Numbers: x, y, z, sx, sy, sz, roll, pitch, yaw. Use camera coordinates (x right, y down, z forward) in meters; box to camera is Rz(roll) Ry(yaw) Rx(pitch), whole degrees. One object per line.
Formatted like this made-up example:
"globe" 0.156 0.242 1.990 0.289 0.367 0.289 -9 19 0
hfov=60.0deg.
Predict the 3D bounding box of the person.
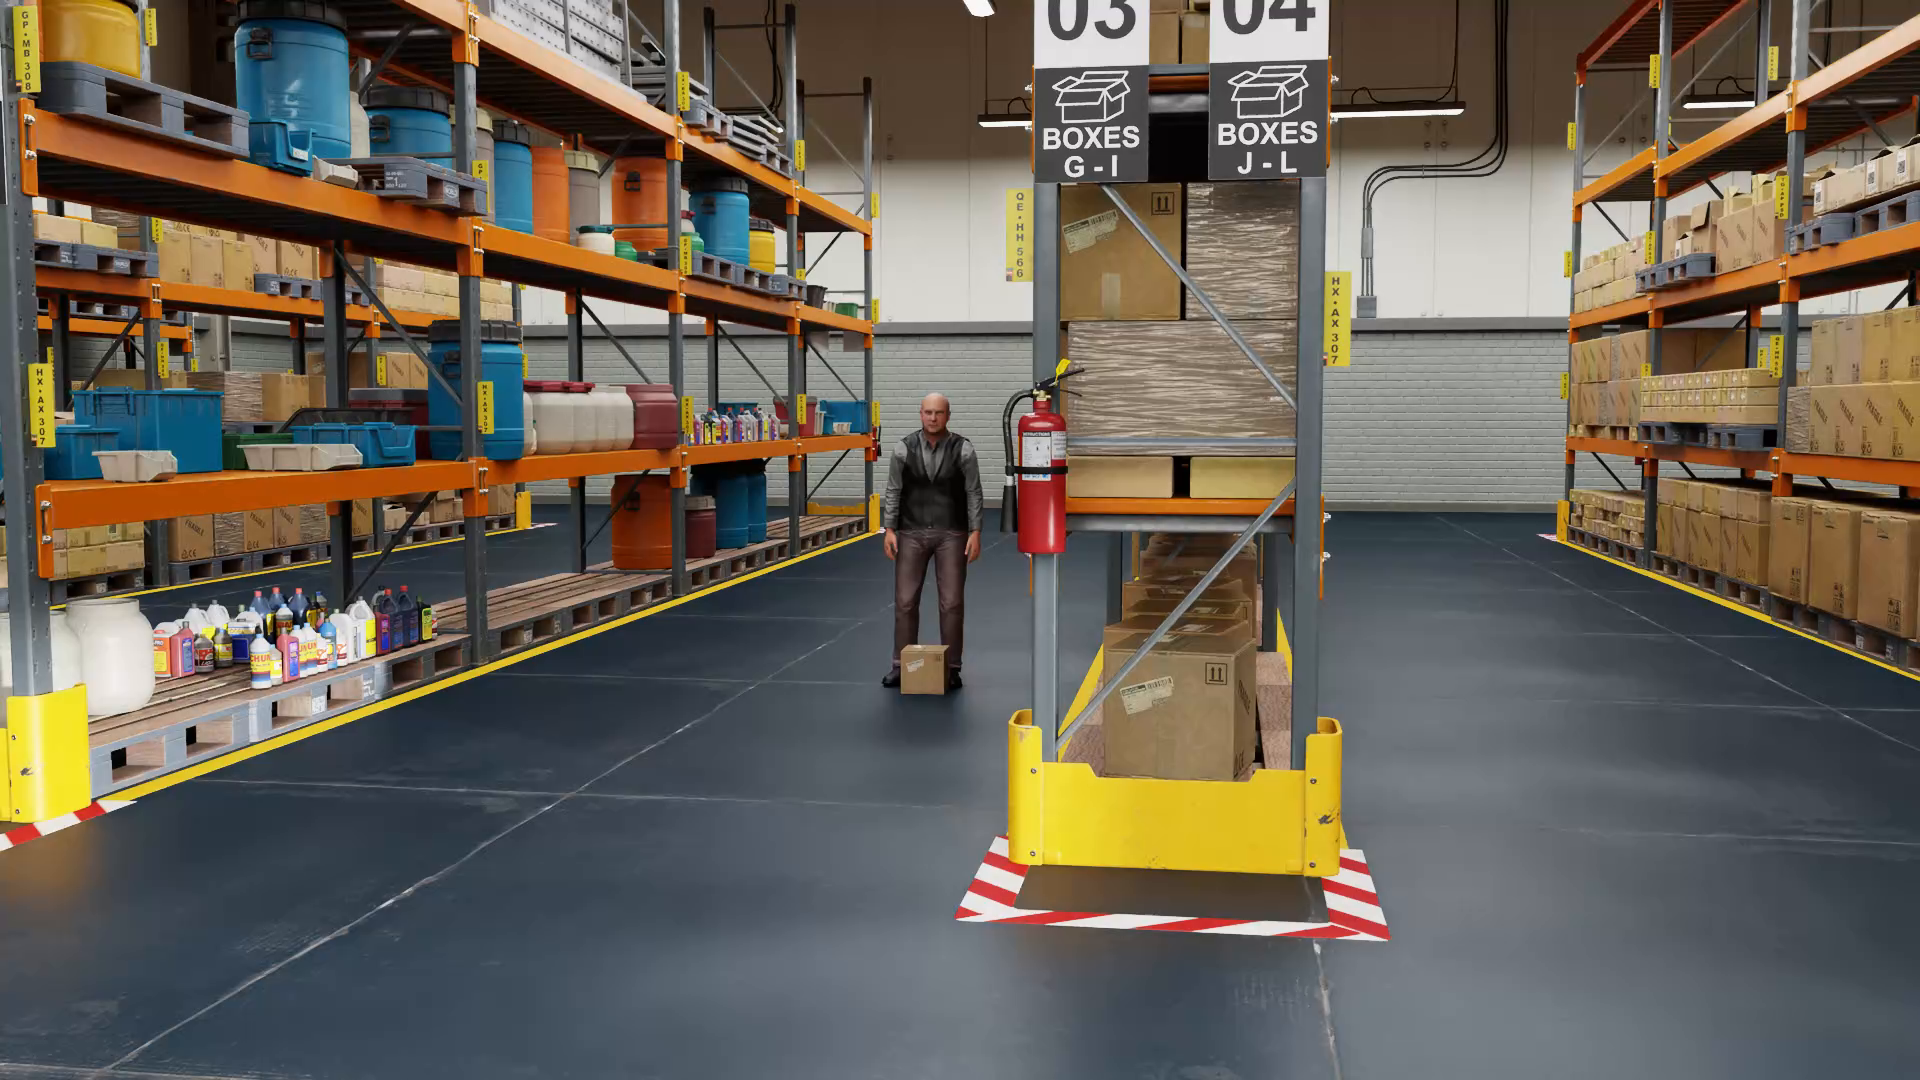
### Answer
"person" -0.157 -0.006 9.850 0.593 1.722 0.416 0 4 6
